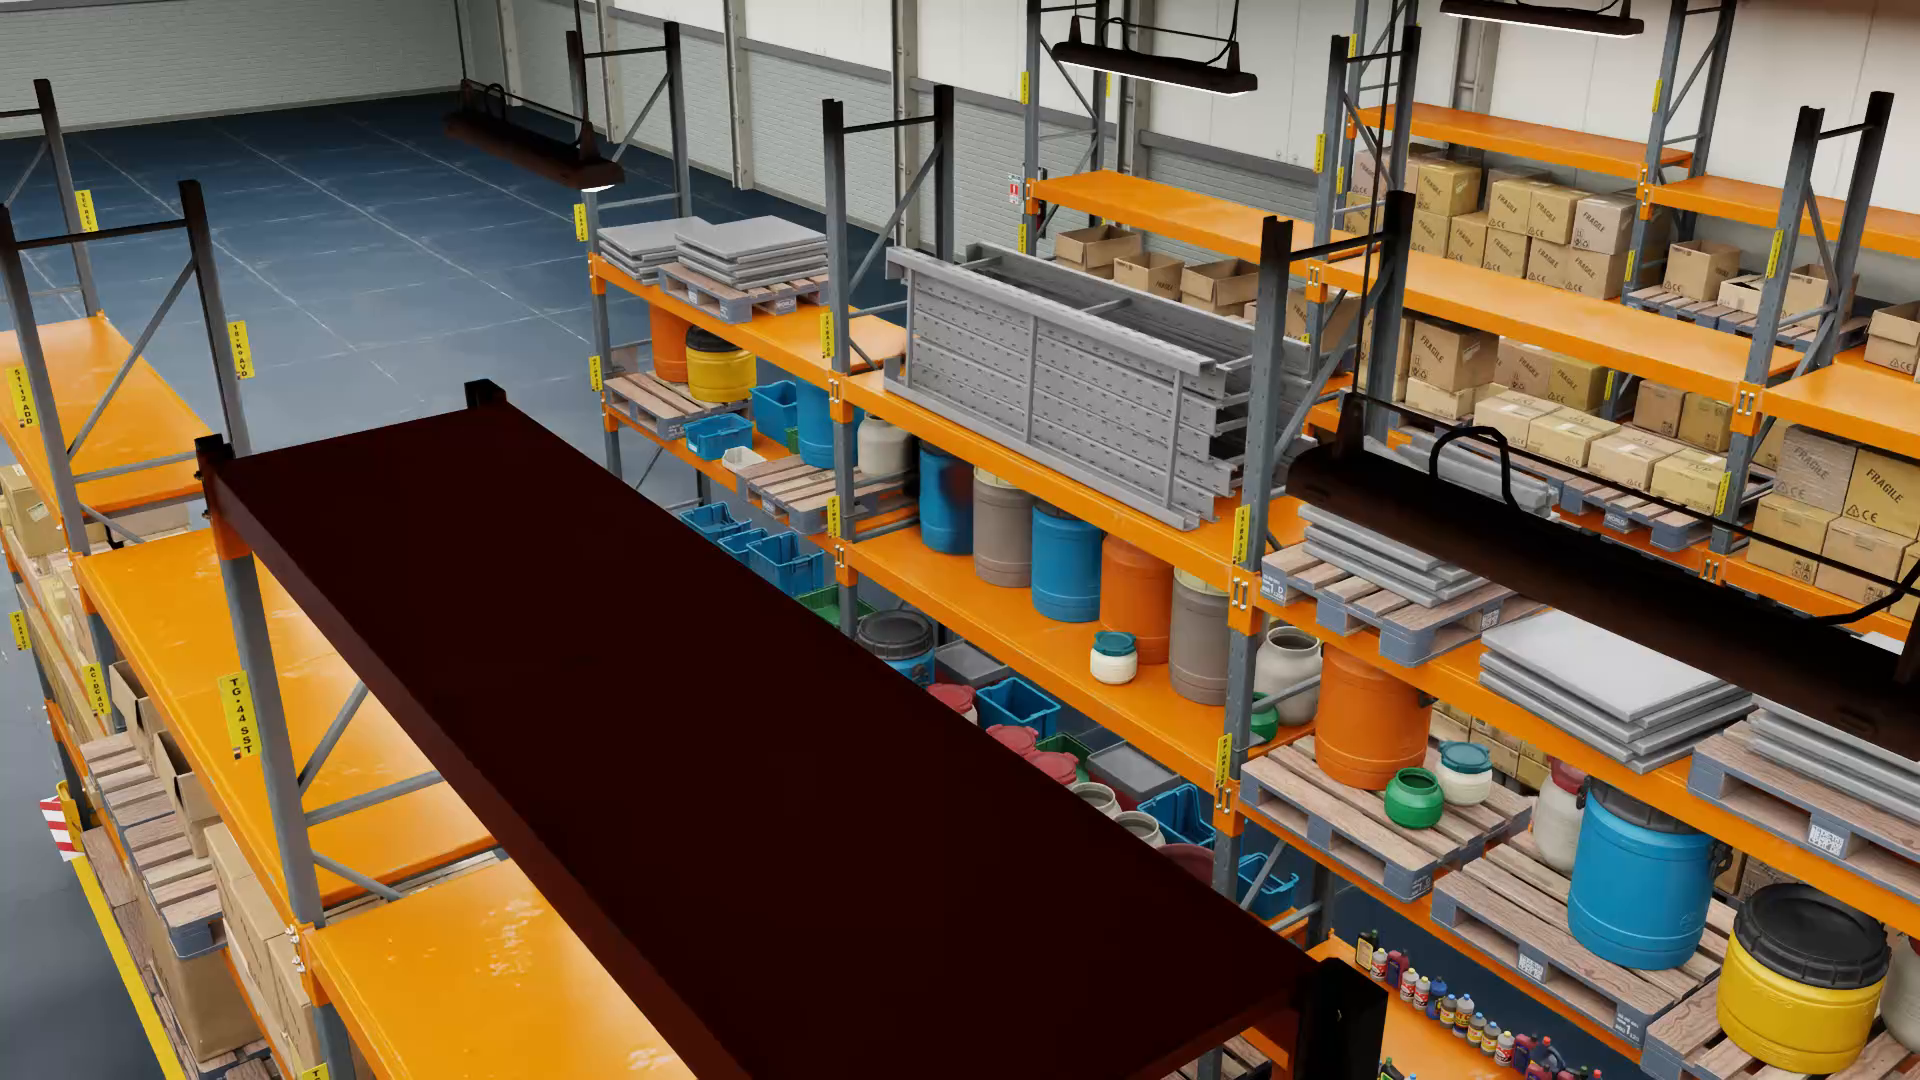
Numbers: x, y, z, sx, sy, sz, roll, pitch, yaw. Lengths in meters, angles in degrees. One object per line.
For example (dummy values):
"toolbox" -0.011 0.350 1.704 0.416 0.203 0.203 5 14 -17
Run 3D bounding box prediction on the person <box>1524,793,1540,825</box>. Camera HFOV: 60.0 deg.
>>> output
"person" 4.382 2.124 12.334 0.649 1.649 1.061 -19 31 -35
